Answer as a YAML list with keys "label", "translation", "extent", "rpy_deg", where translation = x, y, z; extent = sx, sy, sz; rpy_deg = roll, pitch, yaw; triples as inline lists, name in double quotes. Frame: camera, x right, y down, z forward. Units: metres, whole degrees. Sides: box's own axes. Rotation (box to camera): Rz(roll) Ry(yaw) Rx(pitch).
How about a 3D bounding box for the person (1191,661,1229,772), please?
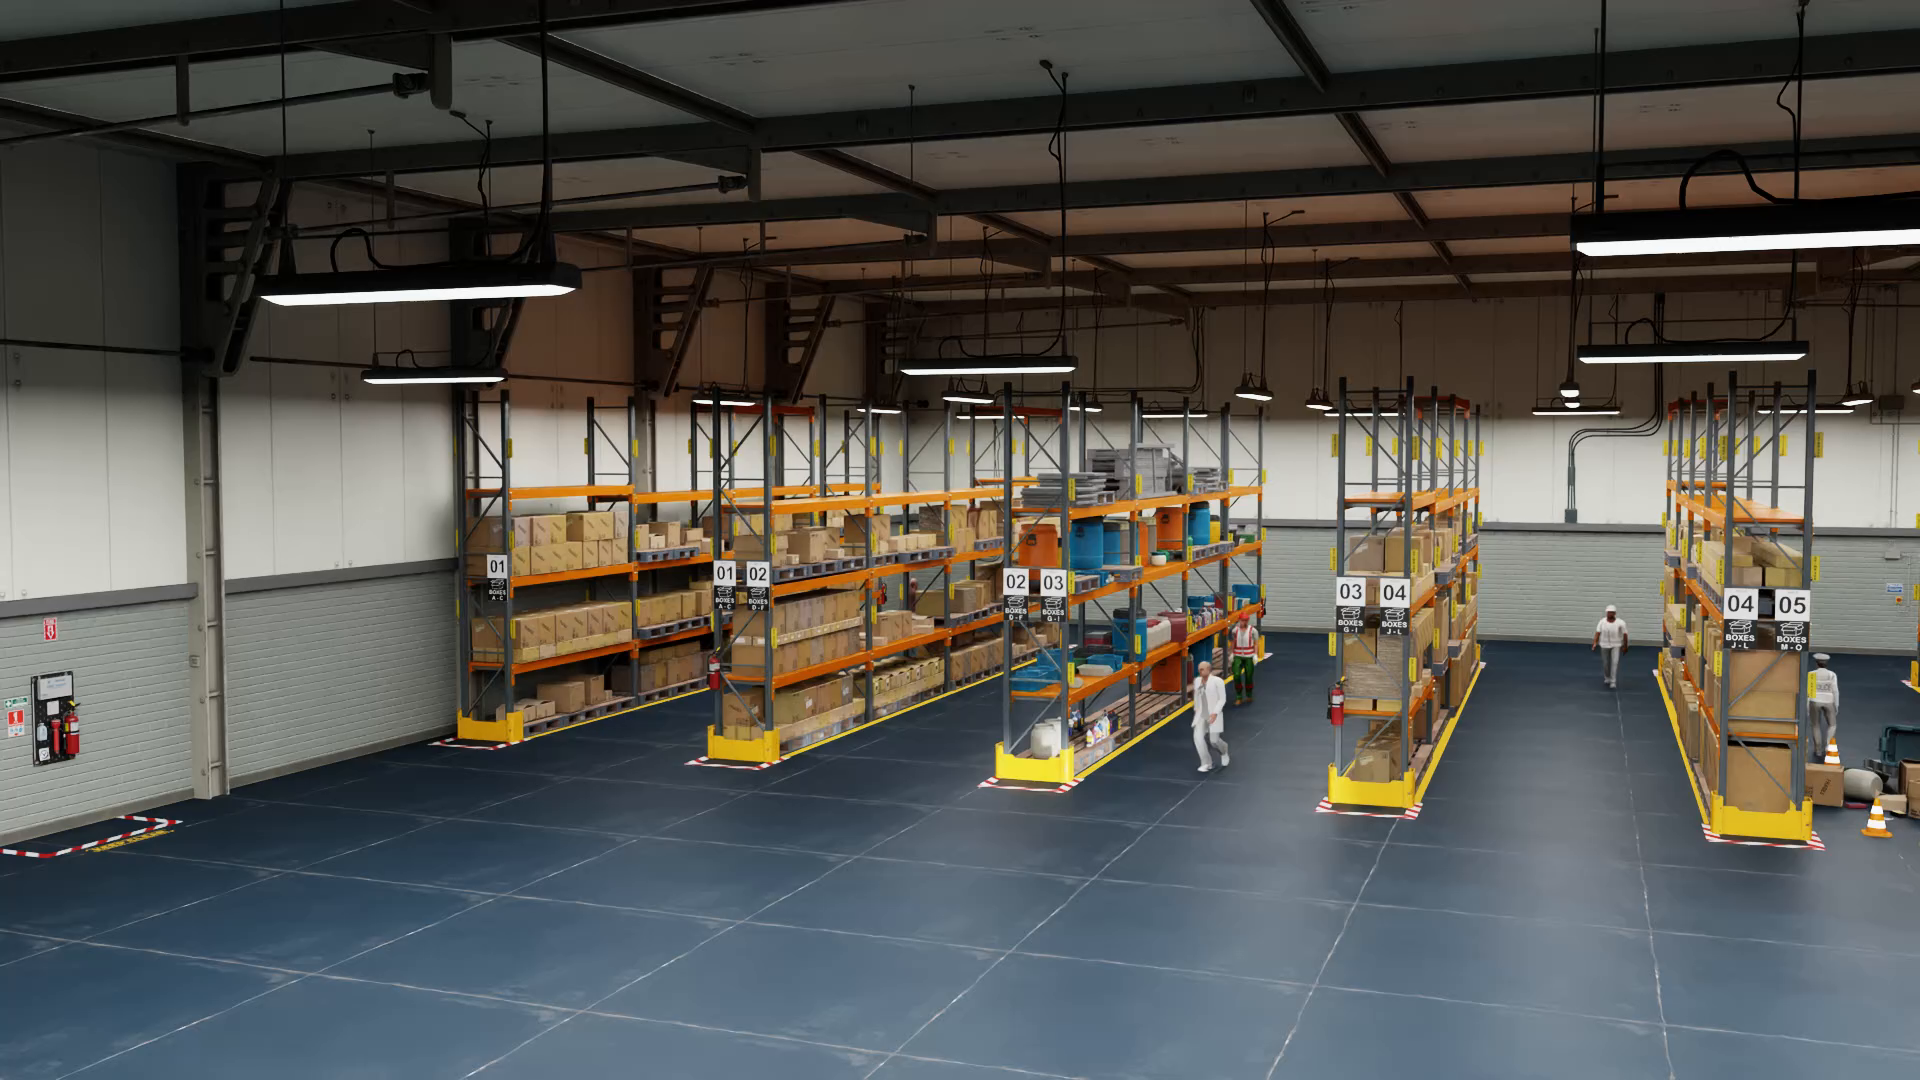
- label: "person"
  translation: [3.903, 2.732, 26.005]
  extent: [0.620, 1.692, 0.835]
  rpy_deg: [2, 4, 35]

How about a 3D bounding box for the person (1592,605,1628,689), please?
- label: "person"
  translation: [13.589, 2.213, 34.767]
  extent: [0.685, 1.704, 1.077]
  rpy_deg: [1, 3, 24]

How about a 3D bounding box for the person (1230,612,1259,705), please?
- label: "person"
  translation: [5.587, 2.294, 32.666]
  extent: [0.611, 1.771, 0.489]
  rpy_deg: [1, 3, 22]

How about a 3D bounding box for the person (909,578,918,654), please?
- label: "person"
  translation: [-1.105, 1.836, 39.123]
  extent: [0.608, 1.660, 0.626]
  rpy_deg: [-3, 4, -40]

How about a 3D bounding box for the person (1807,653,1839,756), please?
- label: "person"
  translation: [13.981, 2.686, 26.972]
  extent: [0.512, 1.674, 0.516]
  rpy_deg: [1, 3, 21]
